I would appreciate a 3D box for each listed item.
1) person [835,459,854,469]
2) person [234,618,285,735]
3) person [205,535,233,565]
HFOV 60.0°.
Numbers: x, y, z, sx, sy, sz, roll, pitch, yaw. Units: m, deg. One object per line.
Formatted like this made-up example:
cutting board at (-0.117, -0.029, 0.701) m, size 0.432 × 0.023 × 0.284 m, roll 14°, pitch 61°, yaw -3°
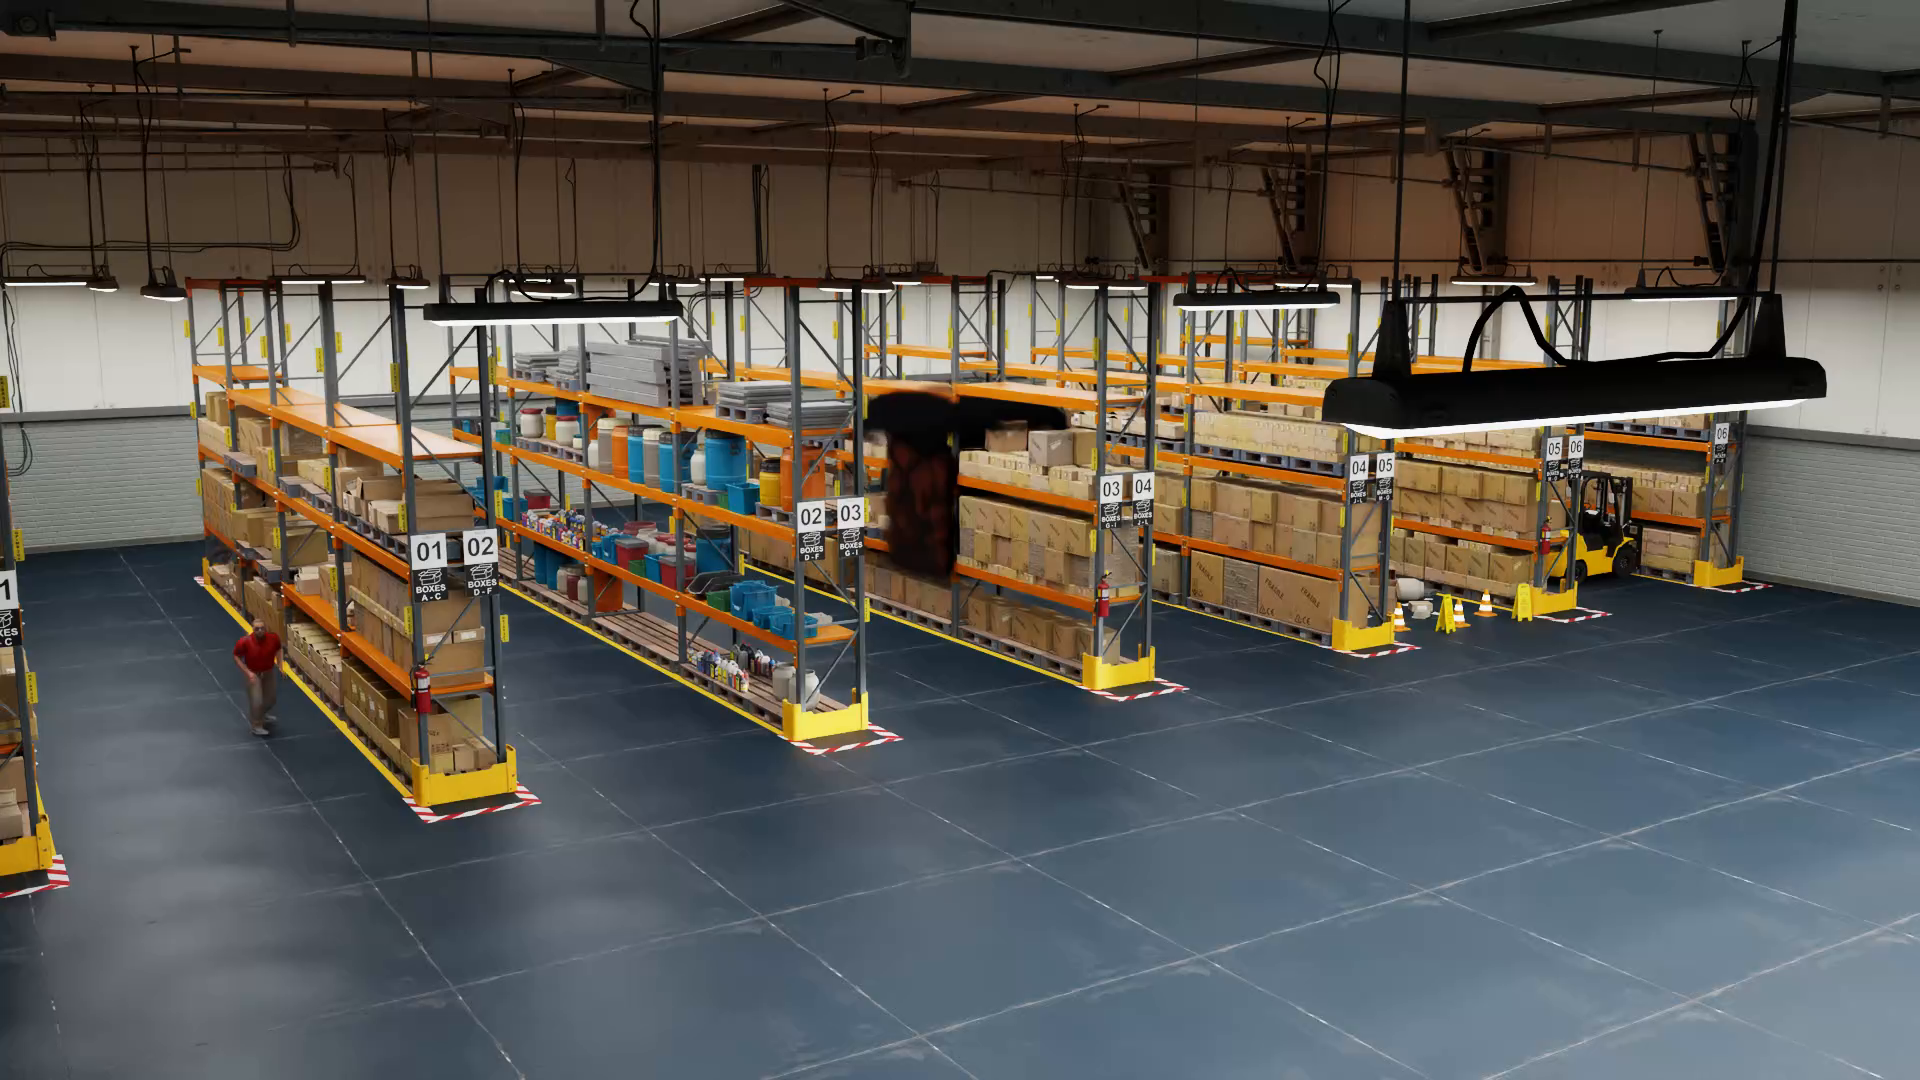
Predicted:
person at (-2.851, -1.462, 41.535) m, size 0.699 × 1.825 × 0.737 m, roll 2°, pitch 10°, yaw 13°
person at (-9.469, 1.801, 22.405) m, size 0.831 × 1.629 × 0.669 m, roll 8°, pitch 13°, yaw 41°
person at (-15.194, -0.214, 34.320) m, size 0.531 × 1.675 × 0.718 m, roll 3°, pitch 10°, yaw 20°
